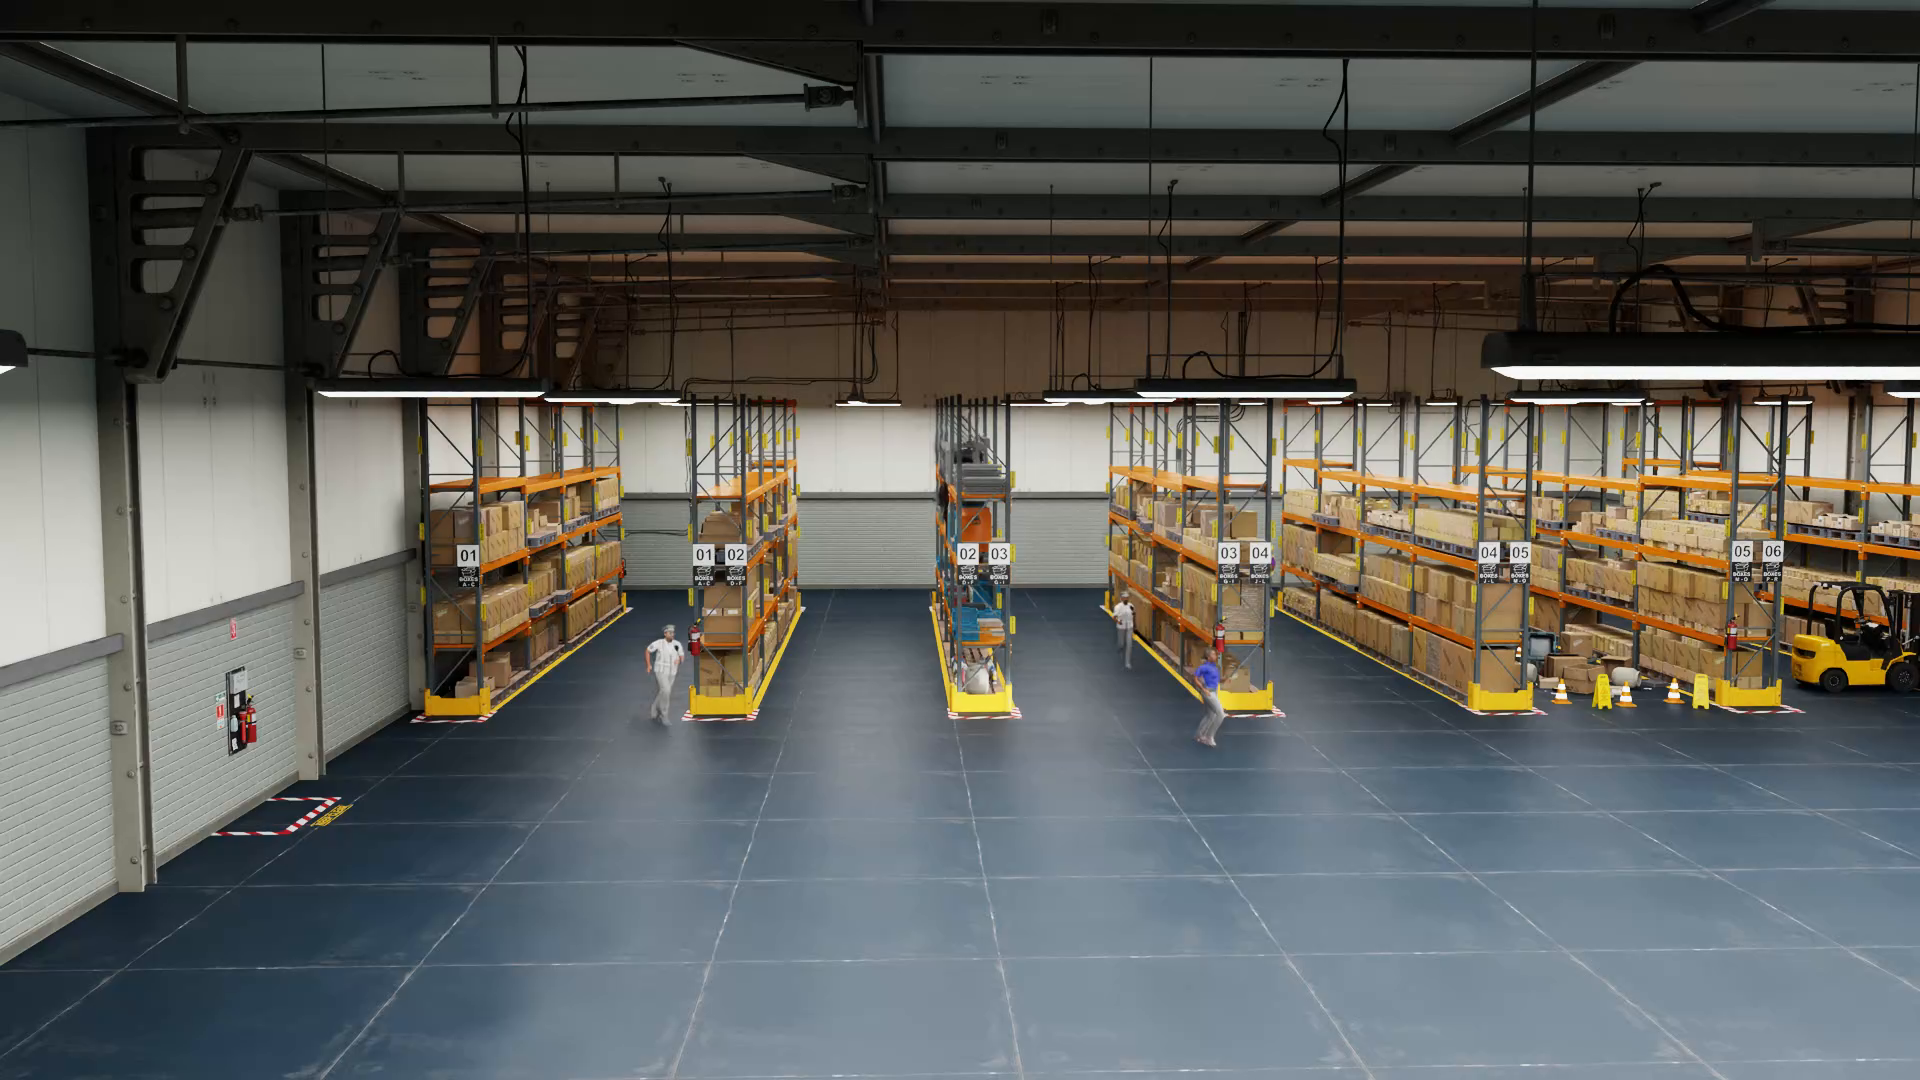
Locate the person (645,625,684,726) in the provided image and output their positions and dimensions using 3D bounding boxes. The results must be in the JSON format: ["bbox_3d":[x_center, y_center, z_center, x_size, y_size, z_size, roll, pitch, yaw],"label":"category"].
[{"bbox_3d":[-5.355,2.445,30.474,0.664,1.785,0.816,-4,6,-39],"label":"person"}]

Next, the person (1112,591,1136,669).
[{"bbox_3d":[3.679,1.976,37.088,0.579,1.700,0.859,-1,5,-7],"label":"person"}]

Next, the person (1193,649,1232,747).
[{"bbox_3d":[4.285,2.687,28.255,0.661,1.685,0.555,2,5,23],"label":"person"}]

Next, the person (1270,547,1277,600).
[{"bbox_3d":[8.960,1.037,48.497,0.840,1.761,0.724,-2,5,-24],"label":"person"}]
